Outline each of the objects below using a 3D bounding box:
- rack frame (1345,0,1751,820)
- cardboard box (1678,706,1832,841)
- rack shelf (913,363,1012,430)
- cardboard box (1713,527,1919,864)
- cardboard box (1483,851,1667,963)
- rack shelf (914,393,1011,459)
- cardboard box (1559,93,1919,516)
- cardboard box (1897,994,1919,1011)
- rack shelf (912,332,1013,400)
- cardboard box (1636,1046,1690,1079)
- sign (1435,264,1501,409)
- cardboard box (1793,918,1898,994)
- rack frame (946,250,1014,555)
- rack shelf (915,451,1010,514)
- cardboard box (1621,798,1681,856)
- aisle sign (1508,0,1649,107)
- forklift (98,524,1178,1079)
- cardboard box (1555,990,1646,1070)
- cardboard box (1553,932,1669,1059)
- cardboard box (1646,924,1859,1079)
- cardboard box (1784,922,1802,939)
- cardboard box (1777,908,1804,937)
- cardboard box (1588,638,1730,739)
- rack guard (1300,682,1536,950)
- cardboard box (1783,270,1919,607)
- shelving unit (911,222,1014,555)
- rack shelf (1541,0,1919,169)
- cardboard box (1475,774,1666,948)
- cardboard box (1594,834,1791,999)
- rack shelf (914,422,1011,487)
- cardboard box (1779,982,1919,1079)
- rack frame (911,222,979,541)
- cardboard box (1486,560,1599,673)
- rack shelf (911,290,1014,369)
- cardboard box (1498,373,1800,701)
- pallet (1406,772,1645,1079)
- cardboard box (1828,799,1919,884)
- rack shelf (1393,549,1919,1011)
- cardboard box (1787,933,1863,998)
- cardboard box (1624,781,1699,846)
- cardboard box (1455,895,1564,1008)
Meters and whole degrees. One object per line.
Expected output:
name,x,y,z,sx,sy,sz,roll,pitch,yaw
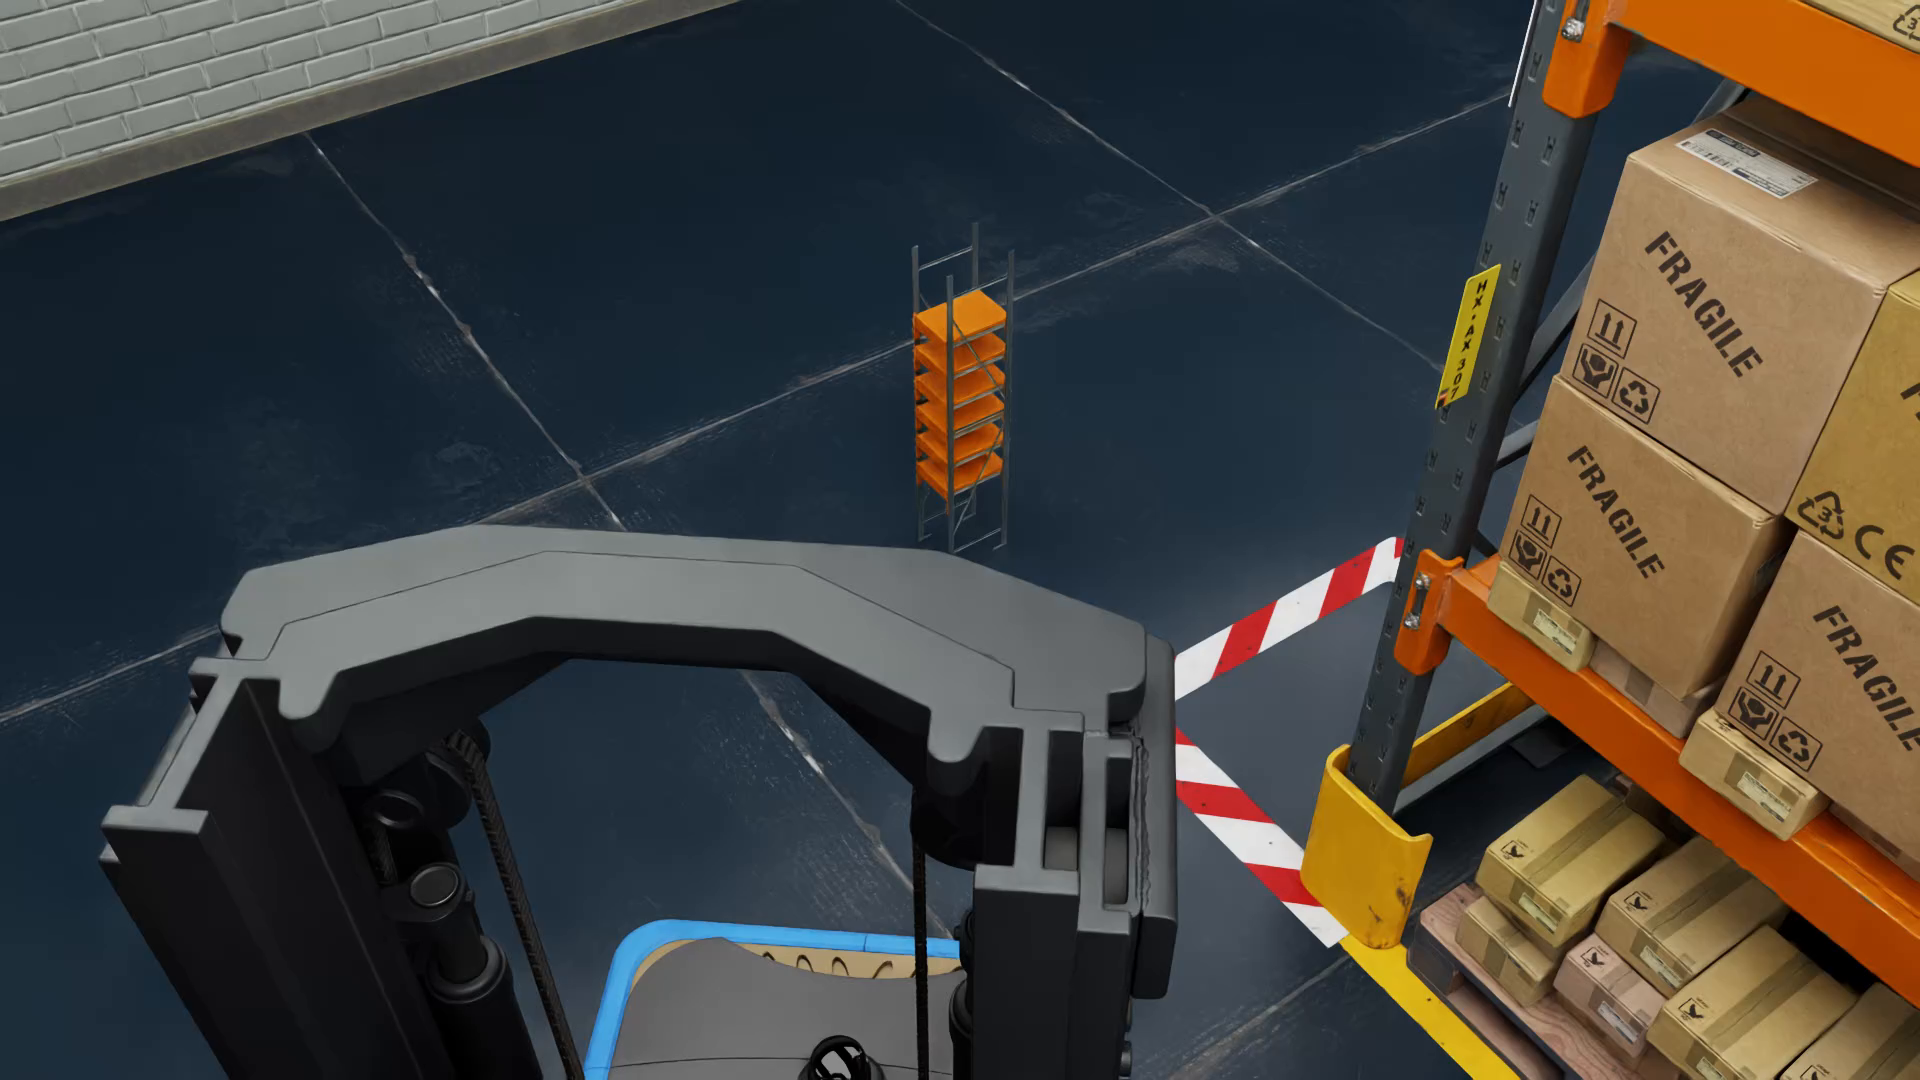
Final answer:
rack frame,1.478,-0.311,3.904,1.000,3.000,0.127,-26,49,-24
cardboard box,1.684,0.394,3.347,0.380,0.149,0.250,-27,50,-26
rack shelf,0.008,-0.480,5.275,0.258,0.103,0.180,-26,49,-24
cardboard box,1.835,0.201,3.079,0.500,0.500,0.500,-26,49,-24
cardboard box,1.567,0.859,4.223,0.380,0.149,0.250,-24,49,-23
rack shelf,0.008,-0.394,5.358,0.258,0.103,0.180,-26,49,-24
cardboard box,1.517,-0.458,3.045,0.500,0.500,0.500,-26,49,-25
cardboard box,2.382,1.133,3.936,0.380,0.149,0.250,-26,50,-25
rack shelf,0.008,-0.567,5.192,0.258,0.103,0.180,-26,49,-24
cardboard box,1.880,1.245,4.034,0.380,0.149,0.250,-25,49,-24
sign,1.033,-0.410,3.380,0.100,0.325,0.005,-26,49,-24
cardboard box,2.313,0.940,4.138,0.380,0.149,0.250,-28,50,-26
rack frame,0.061,-0.374,5.273,0.240,1.200,0.006,-26,49,-24
rack shelf,0.008,-0.220,5.524,0.258,0.103,0.180,-26,49,-24
cardboard box,1.950,0.784,4.517,0.380,0.149,0.250,-25,49,-24
aisle sign,1.190,-1.174,2.925,0.394,0.787,0.004,-26,49,-24
forklift,-0.313,1.529,2.025,1.130,2.935,3.031,3,44,3
cardboard box,1.732,1.107,4.178,0.380,0.149,0.250,-26,49,-25
cardboard box,1.677,1.036,4.038,0.380,0.149,0.250,-26,49,-25
cardboard box,1.794,1.086,3.770,0.380,0.149,0.250,-26,49,-25
cardboard box,2.180,0.889,4.407,0.380,0.149,0.250,-24,49,-23
cardboard box,2.119,0.816,4.268,0.380,0.149,0.250,-27,50,-25
cardboard box,1.574,0.220,3.529,0.380,0.149,0.250,-24,49,-23
rack guard,1.521,0.636,4.722,1.175,0.500,0.348,-26,49,-24
cardboard box,1.811,-0.174,2.748,0.500,0.500,0.500,-24,49,-23
shelving unit,0.008,-0.426,5.327,0.258,1.200,0.189,-26,49,-24
rack shelf,2.622,-0.003,1.930,1.077,0.370,4.000,-26,49,-24
cardboard box,1.499,0.784,4.086,0.380,0.149,0.250,-28,50,-26
cardboard box,1.755,0.892,3.973,0.380,0.149,0.250,-25,49,-24
rack shelf,0.008,-0.307,5.441,0.258,0.103,0.180,-26,49,-24
cardboard box,2.004,1.193,3.657,0.380,0.149,0.250,-28,50,-26
rack frame,-0.044,-0.478,5.381,0.240,1.200,0.006,-26,49,-24
cardboard box,1.394,0.093,3.663,0.380,0.149,0.250,-26,49,-25
rack shelf,0.008,-0.654,5.109,0.258,0.103,0.180,-26,49,-24
cardboard box,1.508,-0.092,3.386,0.500,0.500,0.500,-23,48,-23
pallet,1.957,1.215,4.325,1.003,0.211,1.213,-26,49,-24
cardboard box,1.945,0.487,3.250,0.380,0.149,0.250,-23,48,-23
rack shelf,2.622,1.082,2.966,1.077,0.370,4.000,-26,49,-24
cardboard box,2.261,1.073,4.214,0.380,0.149,0.250,-26,49,-25
cardboard box,2.014,0.647,4.445,0.380,0.149,0.250,-27,50,-25
cardboard box,1.515,0.991,4.300,0.380,0.149,0.250,-25,49,-24
